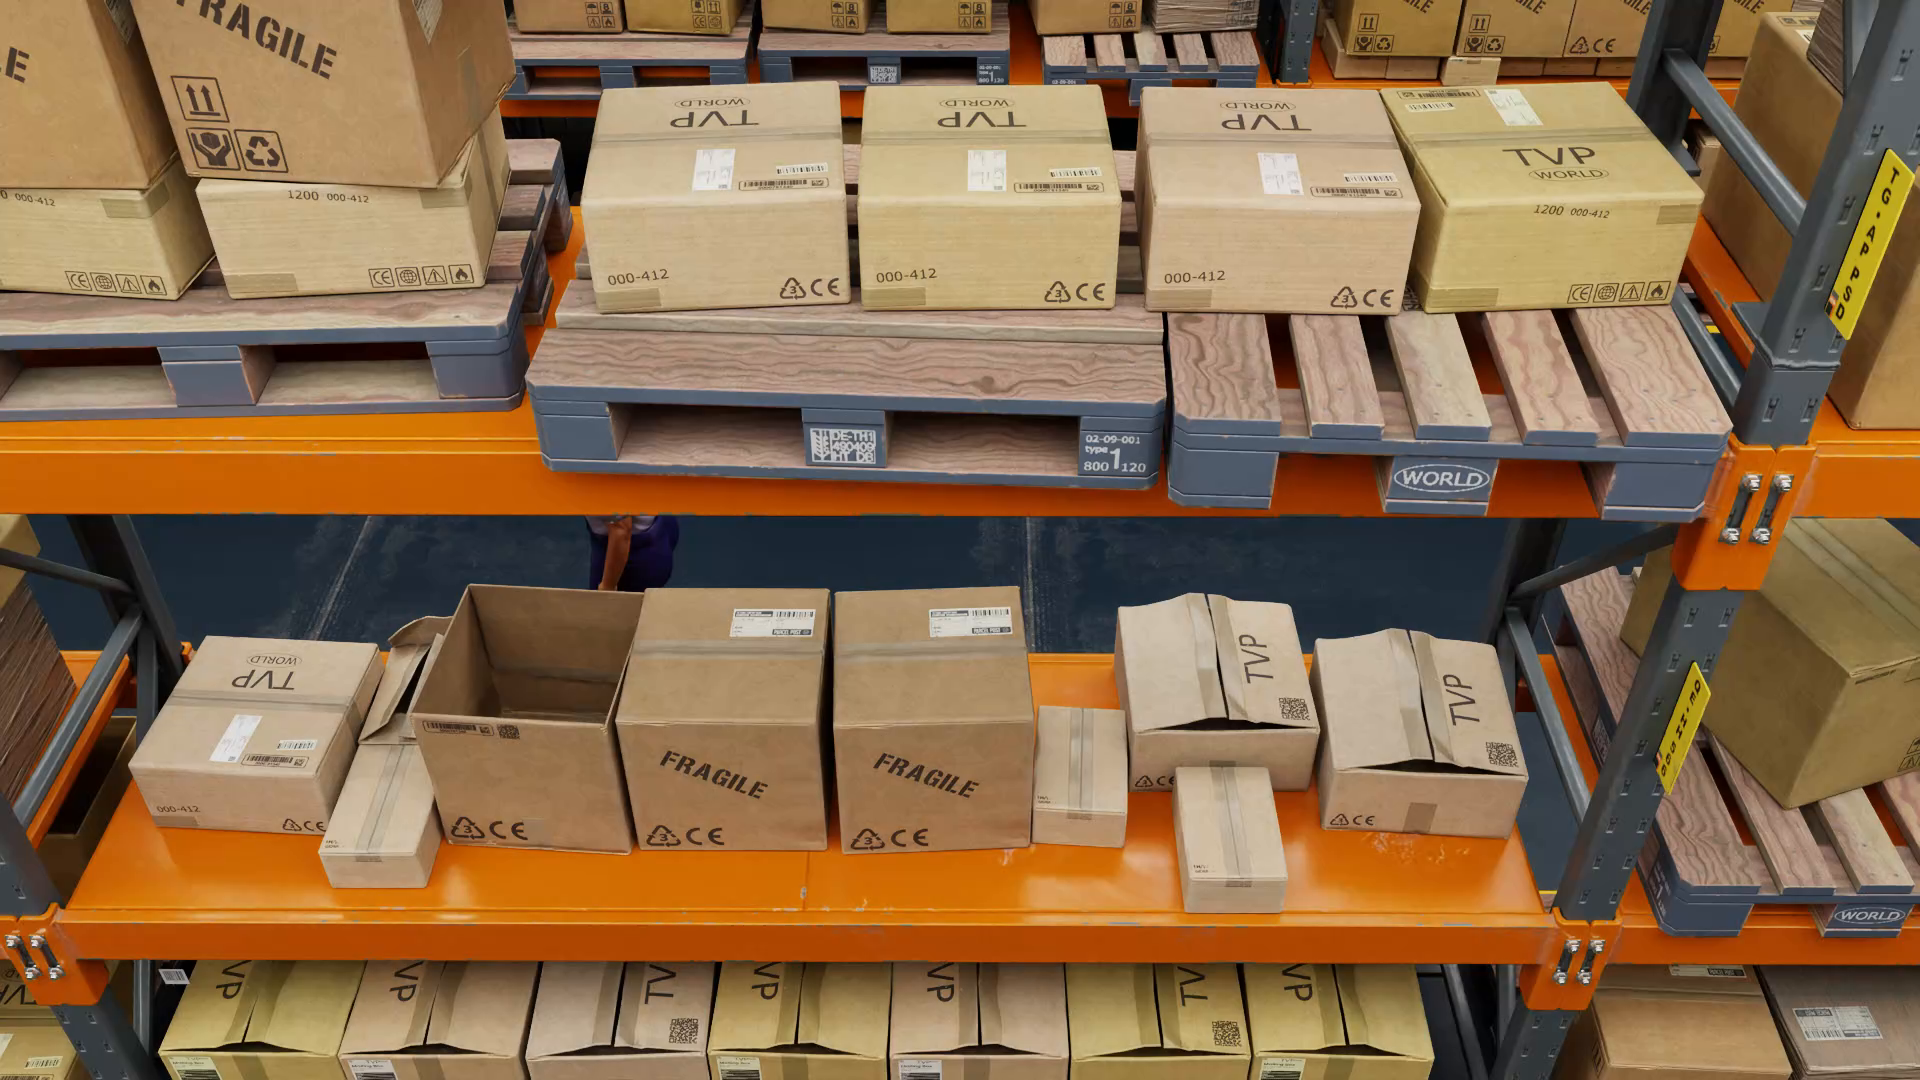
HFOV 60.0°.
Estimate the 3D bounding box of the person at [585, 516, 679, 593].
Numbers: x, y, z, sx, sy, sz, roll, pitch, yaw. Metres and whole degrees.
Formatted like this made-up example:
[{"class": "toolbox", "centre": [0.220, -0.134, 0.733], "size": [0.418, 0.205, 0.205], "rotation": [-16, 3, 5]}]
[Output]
[{"class": "person", "centre": [-1.261, 0.017, 6.141], "size": [0.421, 1.651, 0.537], "rotation": [-1, 40, -1]}]
